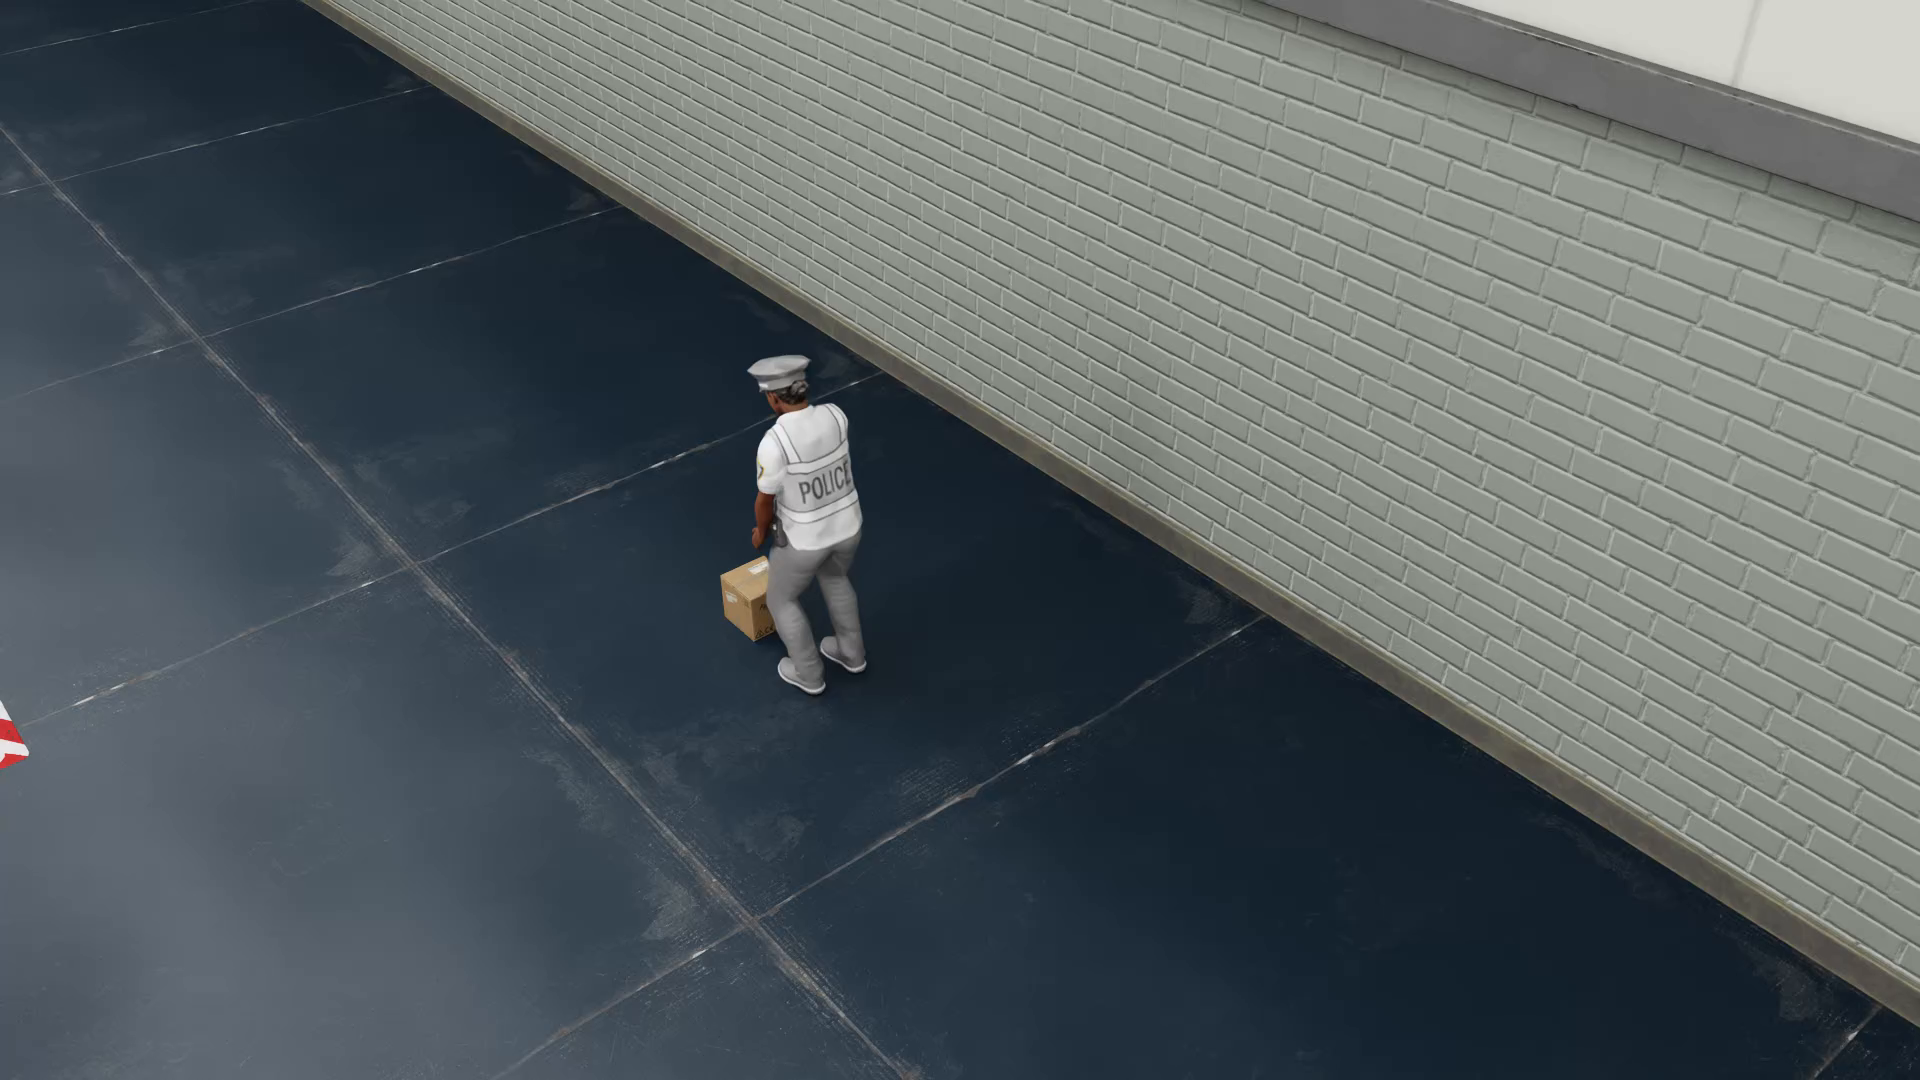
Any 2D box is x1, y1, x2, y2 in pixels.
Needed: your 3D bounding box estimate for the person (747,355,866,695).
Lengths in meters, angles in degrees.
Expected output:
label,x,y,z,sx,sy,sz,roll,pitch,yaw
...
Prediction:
label,x,y,z,sx,sy,sz,roll,pitch,yaw
person,-0.672,-0.046,7.193,0.461,1.615,0.460,-25,43,-30
